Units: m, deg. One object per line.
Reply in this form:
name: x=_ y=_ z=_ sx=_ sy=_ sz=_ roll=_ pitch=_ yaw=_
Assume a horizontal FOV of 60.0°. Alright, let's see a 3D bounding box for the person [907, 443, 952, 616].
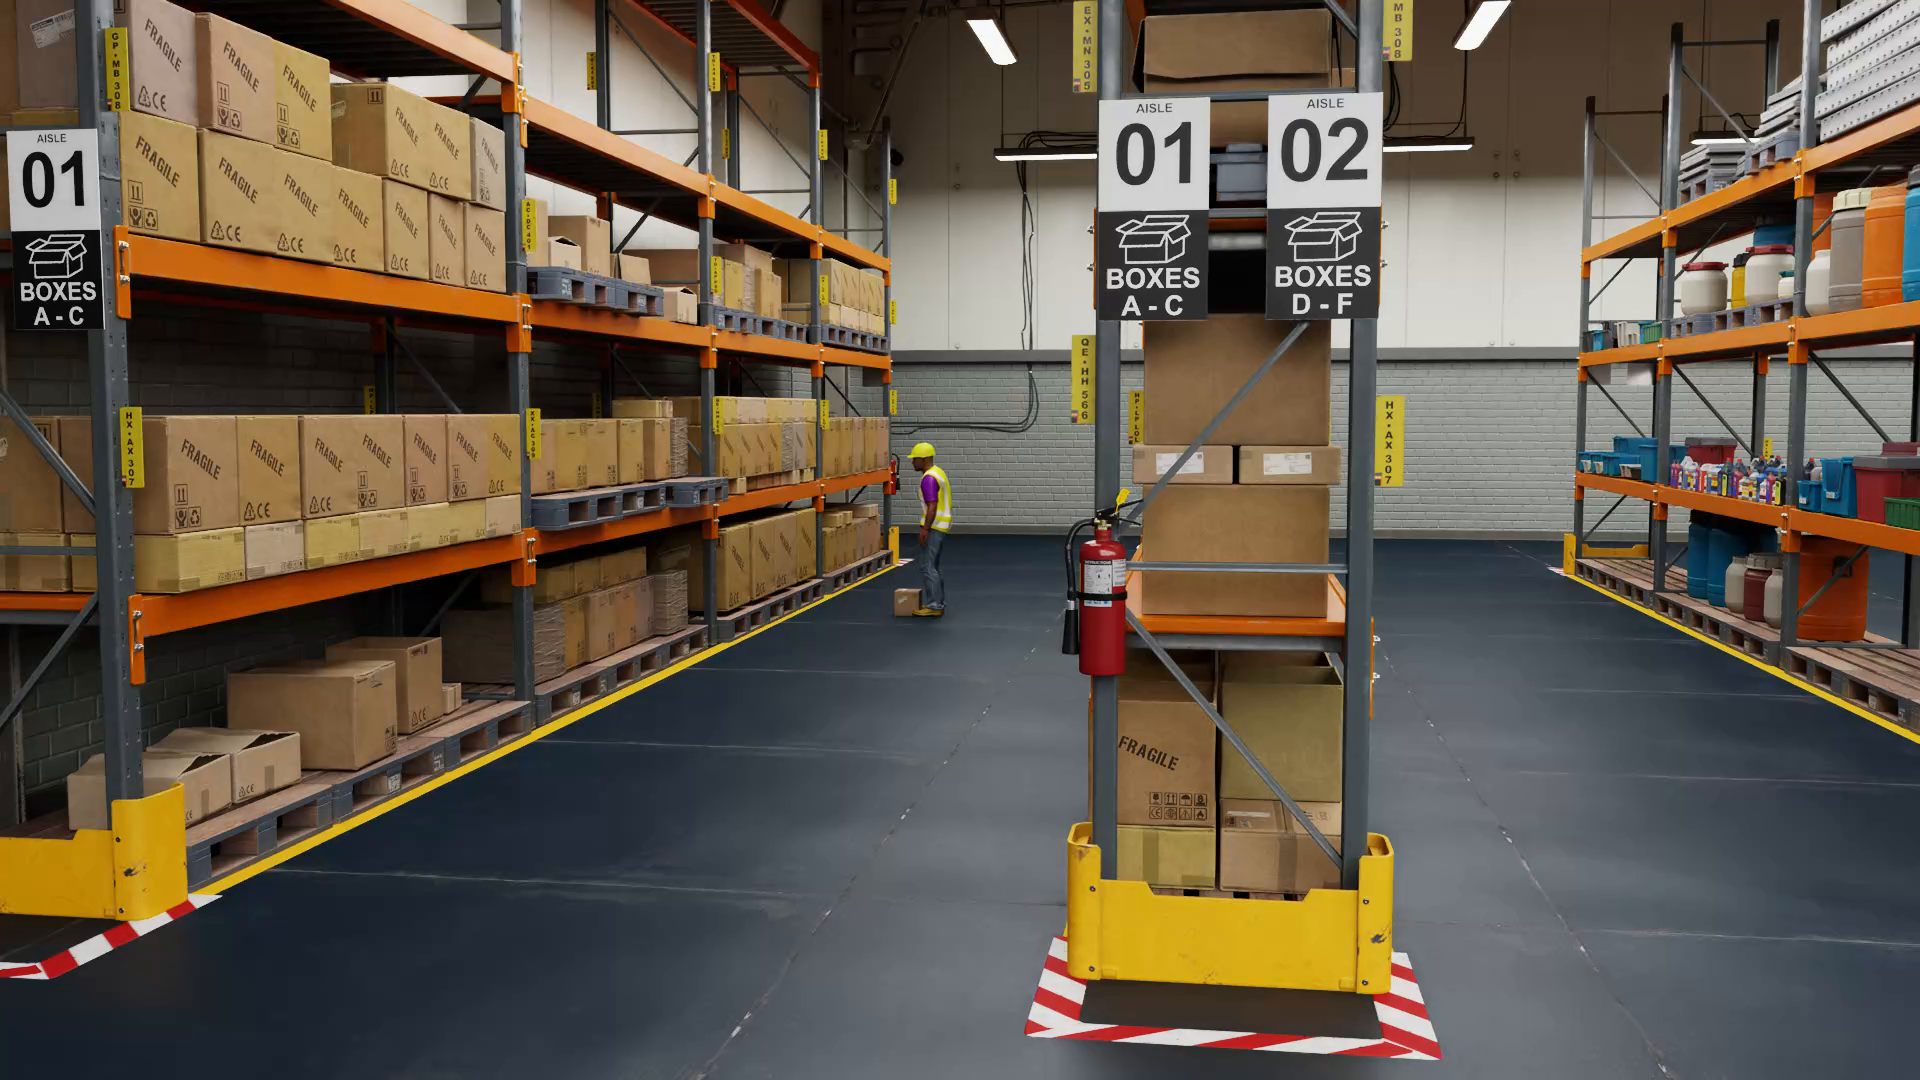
person: x=-0.308 y=-0.111 z=16.963 sx=0.458 sy=1.761 sz=0.638 roll=1 pitch=4 yaw=7
